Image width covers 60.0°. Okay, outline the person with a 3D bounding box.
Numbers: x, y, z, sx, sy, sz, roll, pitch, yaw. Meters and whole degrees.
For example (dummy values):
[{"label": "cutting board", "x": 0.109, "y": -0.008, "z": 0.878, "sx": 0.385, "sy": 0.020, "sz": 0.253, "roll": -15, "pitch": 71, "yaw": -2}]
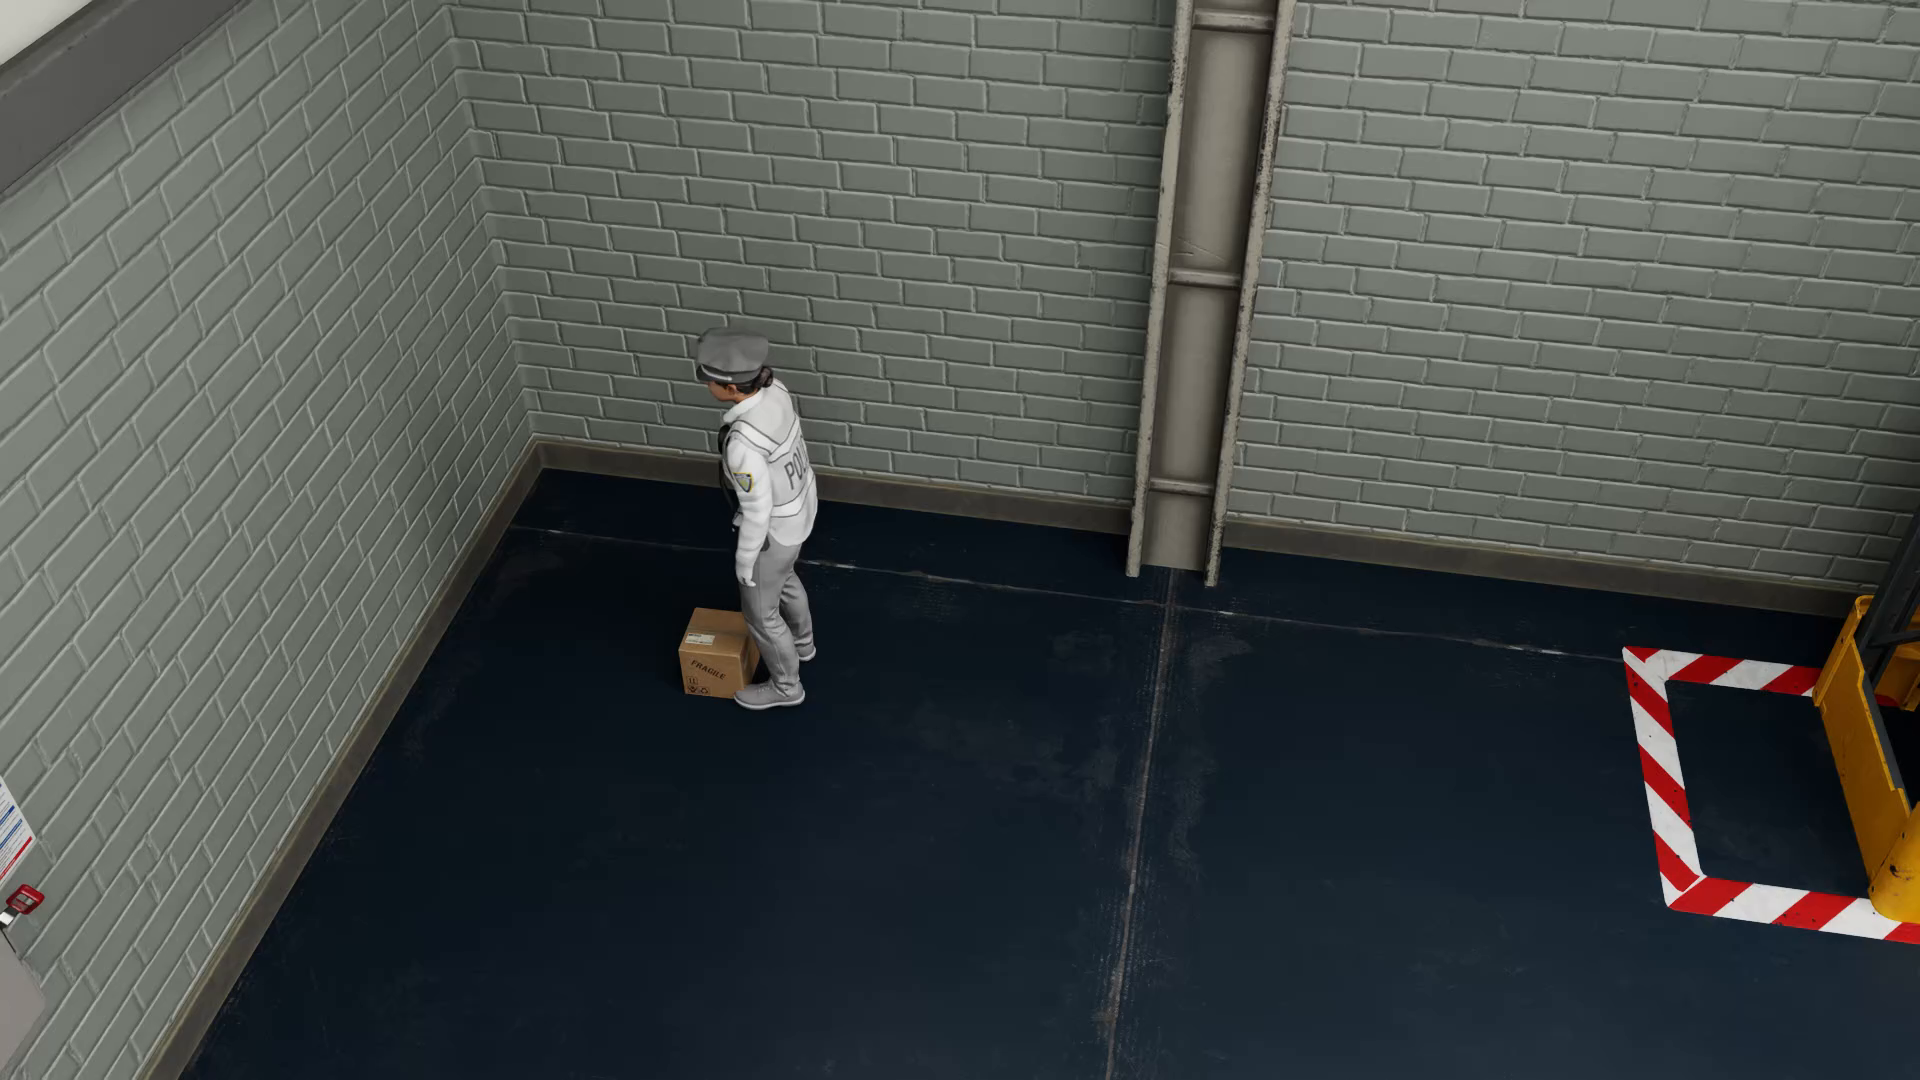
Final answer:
[{"label": "person", "x": -0.726, "y": -0.058, "z": 6.223, "sx": 0.374, "sy": 1.663, "sz": 0.526, "roll": 6, "pitch": 41, "yaw": 7}]
